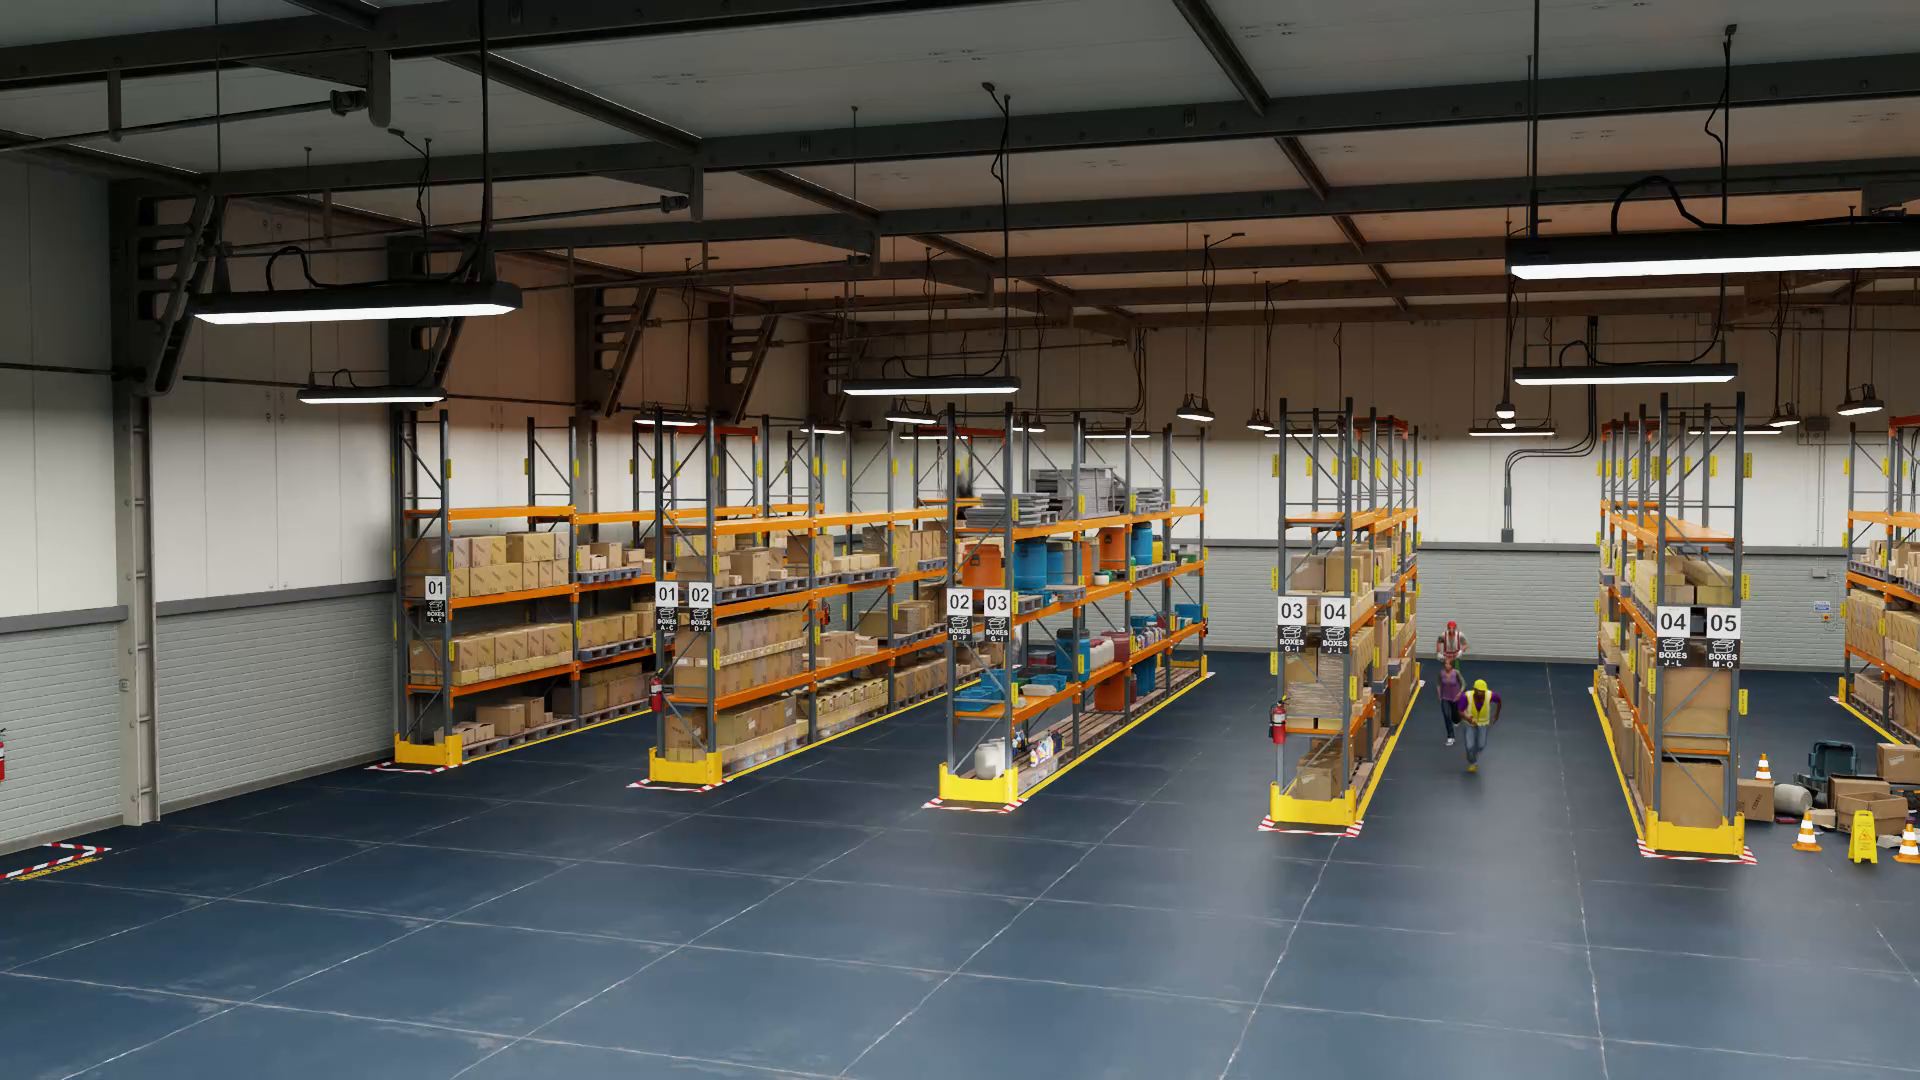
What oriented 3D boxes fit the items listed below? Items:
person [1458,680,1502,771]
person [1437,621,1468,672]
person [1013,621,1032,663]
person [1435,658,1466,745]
[{"bbox_3d":[8.535,3.050,27.299,0.728,1.573,0.818,0,2,7],"label":"person"},{"bbox_3d":[10.758,2.608,36.352,0.655,1.716,0.839,1,3,16],"label":"person"},{"bbox_3d":[1.509,2.291,42.629,0.662,1.739,0.657,2,3,44],"label":"person"},{"bbox_3d":[8.984,2.931,30.466,0.553,1.572,0.811,1,3,25],"label":"person"}]
